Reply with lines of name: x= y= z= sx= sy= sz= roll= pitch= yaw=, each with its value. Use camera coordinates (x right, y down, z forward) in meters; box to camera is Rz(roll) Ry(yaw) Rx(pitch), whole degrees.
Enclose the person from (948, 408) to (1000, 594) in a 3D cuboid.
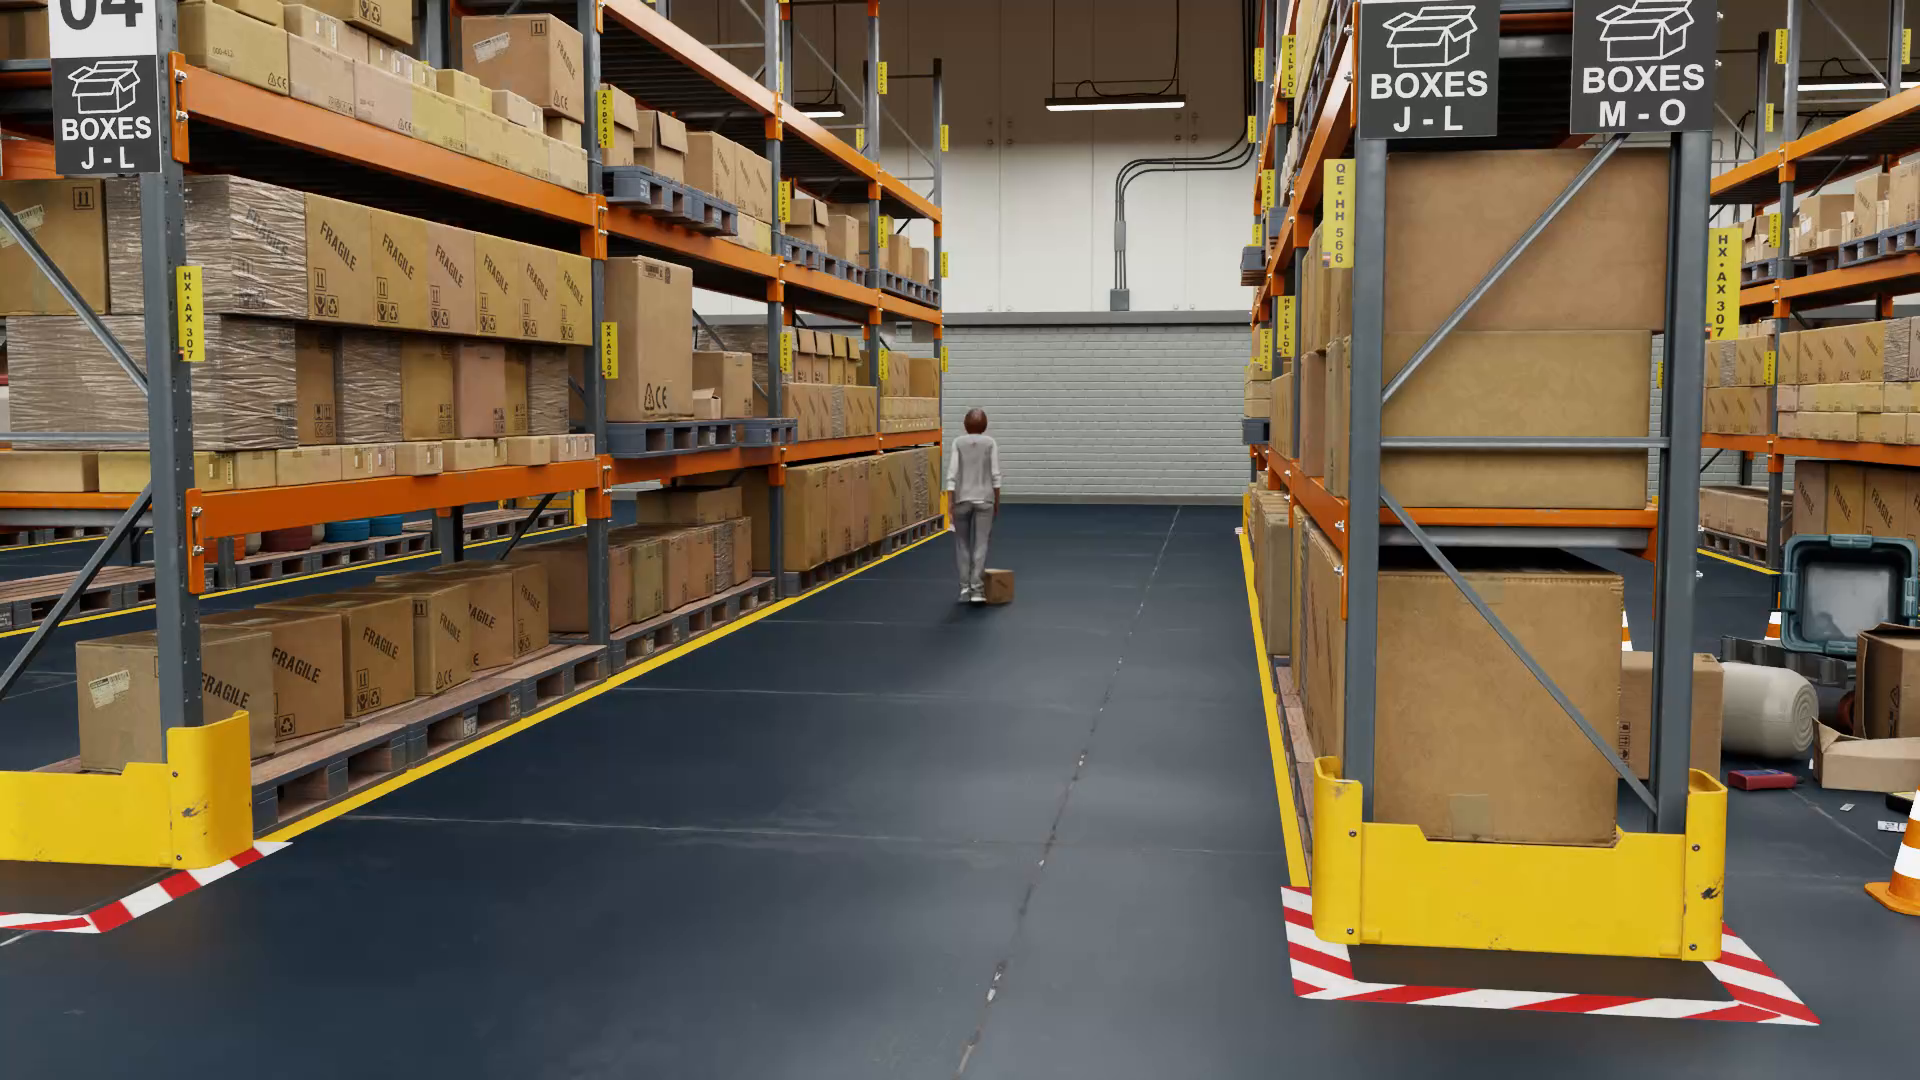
person: x=0.108 y=-0.325 z=13.441 sx=0.419 sy=1.485 sz=0.609 roll=0 pitch=5 yaw=5
